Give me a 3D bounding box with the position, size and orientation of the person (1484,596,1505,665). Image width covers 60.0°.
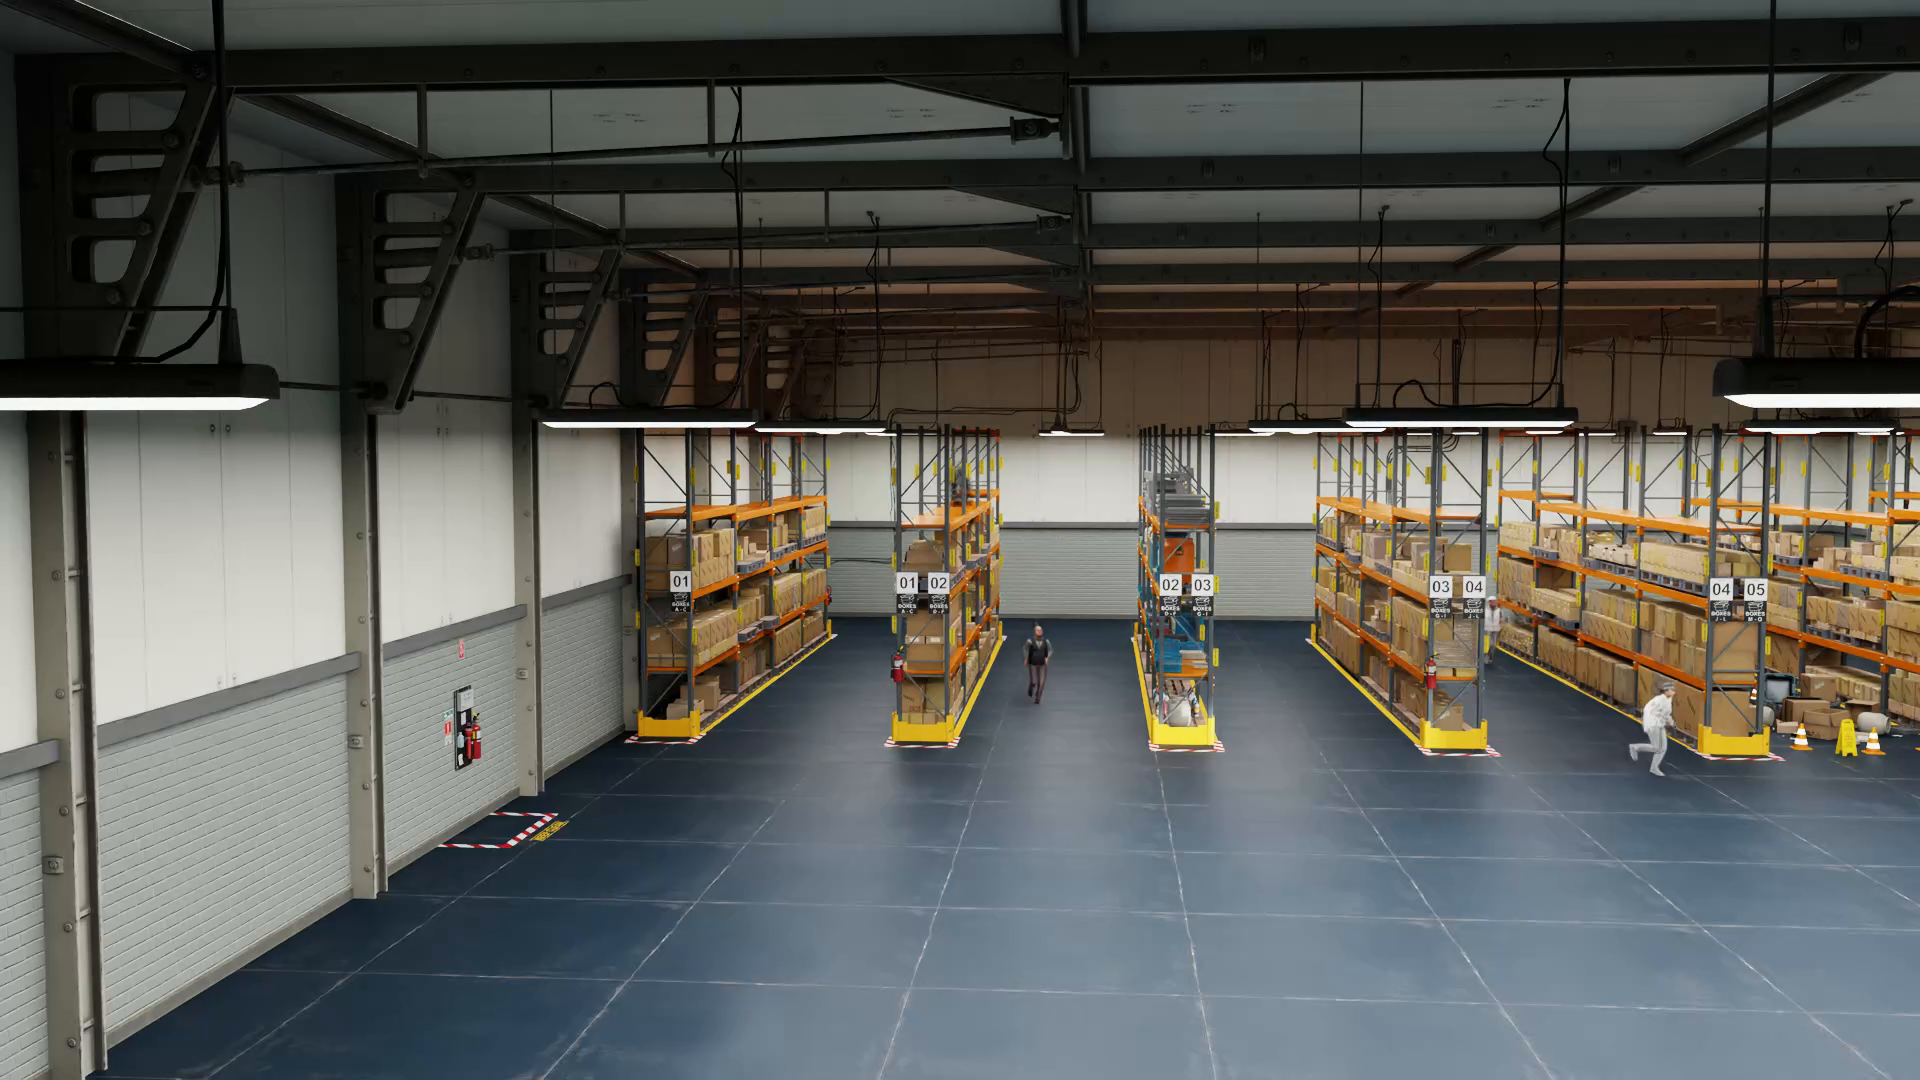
[{"bbox_3d":[13.456,2.294,42.014,0.633,1.775,0.687,0,3,5],"label":"person"}]

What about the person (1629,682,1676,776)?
[{"bbox_3d":[11.871,3.209,28.485,0.590,1.625,0.758,-3,5,-43],"label":"person"}]

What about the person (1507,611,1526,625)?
[{"bbox_3d":[15.827,2.031,47.267,0.792,1.681,0.654,2,4,35],"label":"person"}]

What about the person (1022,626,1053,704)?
[{"bbox_3d":[1.692,2.705,35.982,0.671,1.675,0.584,0,3,-5],"label":"person"}]
